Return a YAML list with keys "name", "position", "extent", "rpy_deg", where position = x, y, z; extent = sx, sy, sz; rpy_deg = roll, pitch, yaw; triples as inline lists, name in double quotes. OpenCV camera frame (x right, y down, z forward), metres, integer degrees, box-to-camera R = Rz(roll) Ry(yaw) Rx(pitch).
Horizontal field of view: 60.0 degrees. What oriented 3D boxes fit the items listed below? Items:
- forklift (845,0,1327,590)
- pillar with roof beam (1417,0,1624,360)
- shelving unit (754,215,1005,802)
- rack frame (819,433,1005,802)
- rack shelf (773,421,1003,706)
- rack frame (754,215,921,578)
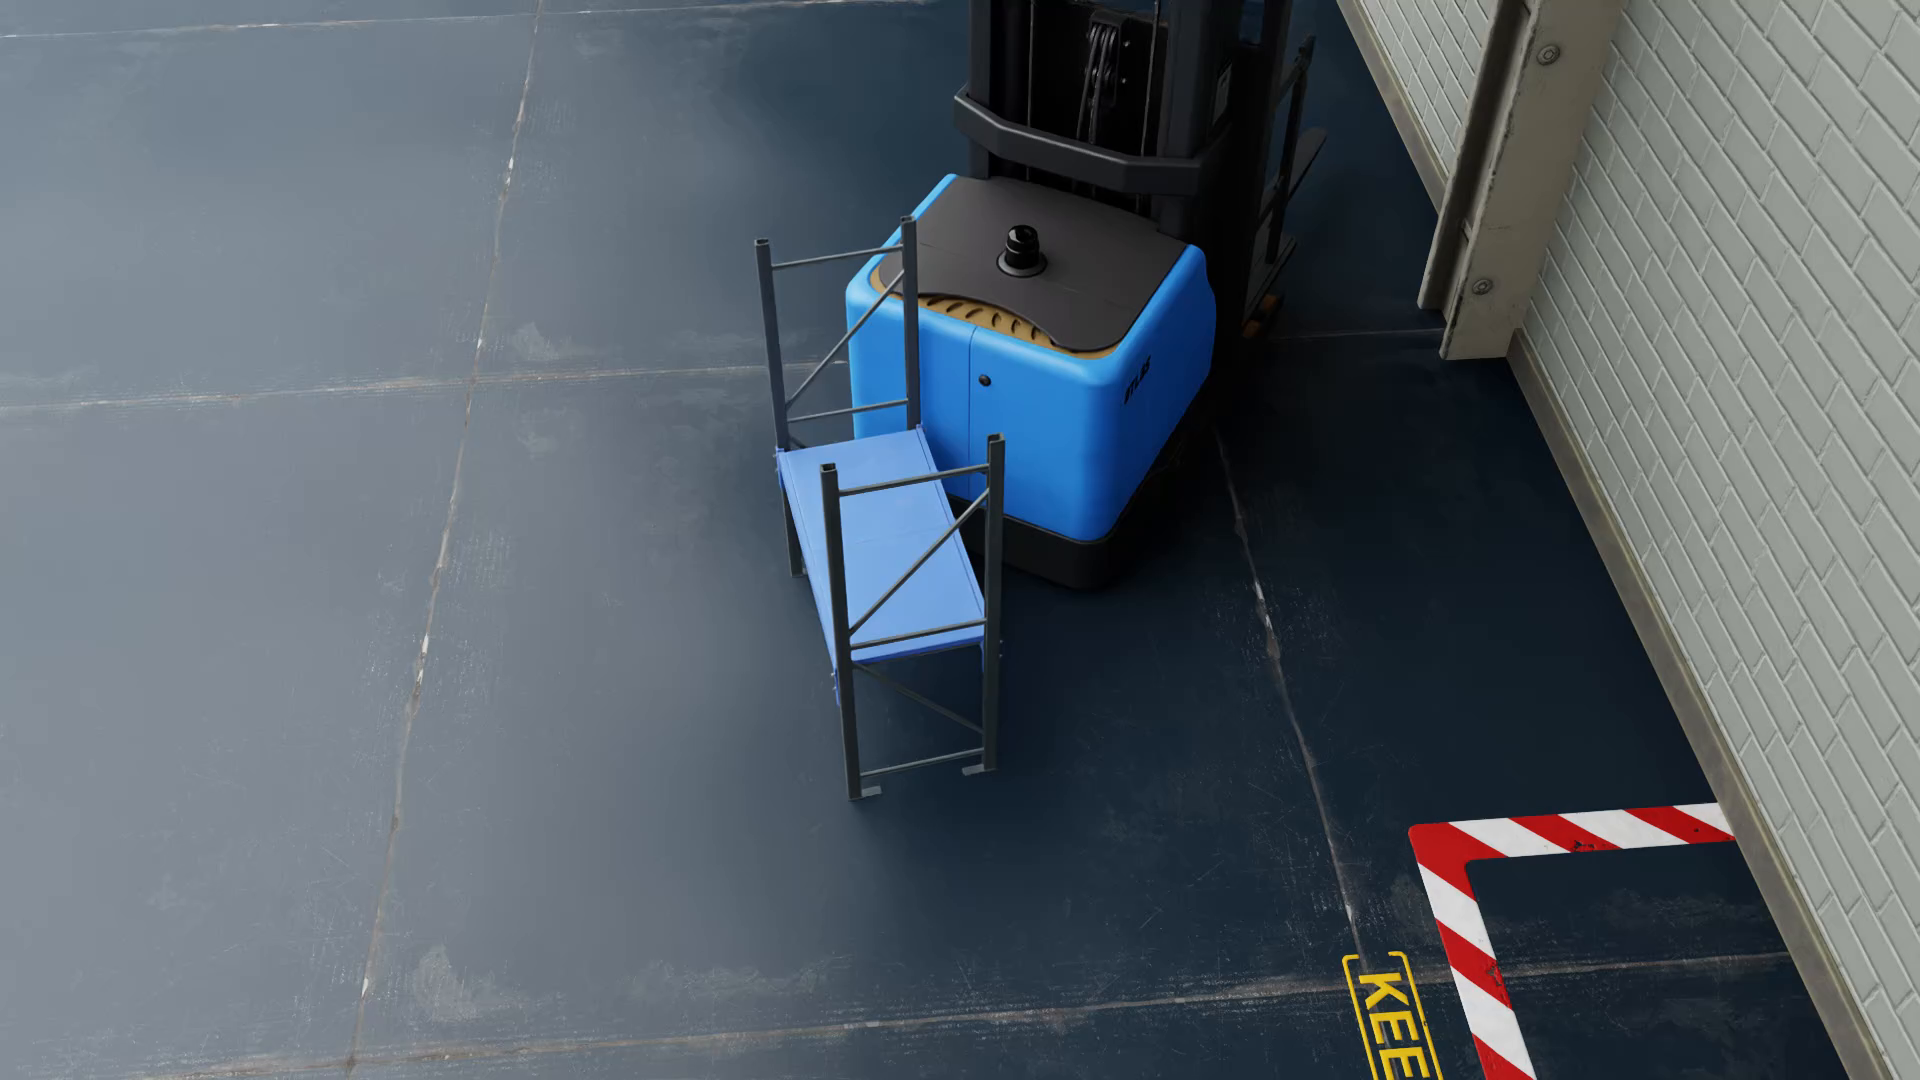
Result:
- name: "forklift"
  position: [0.719, -1.904, 6.034]
  extent: [1.130, 2.935, 3.031]
  rpy_deg: [20, 50, 18]
- name: "pillar with roof beam"
  position: [-2.133, -3.739, 3.593]
  extent: [9.100, 9.000, 0.400]
  rpy_deg: [-3, 47, -3]
- name: "shelving unit"
  position: [-0.253, -0.074, 5.287]
  extent: [0.538, 1.500, 1.048]
  rpy_deg: [-11, 47, -10]
- name: "rack frame"
  position: [-0.125, 0.283, 4.949]
  extent: [0.500, 1.500, 0.032]
  rpy_deg: [-11, 47, -10]
- name: "rack shelf"
  position: [-0.253, 0.050, 5.418]
  extent: [0.538, 0.185, 1.000]
  rpy_deg: [-11, 47, -10]
- name: "rack frame"
  position: [-0.381, -0.431, 5.625]
  extent: [0.500, 1.500, 0.032]
  rpy_deg: [-11, 47, -10]
